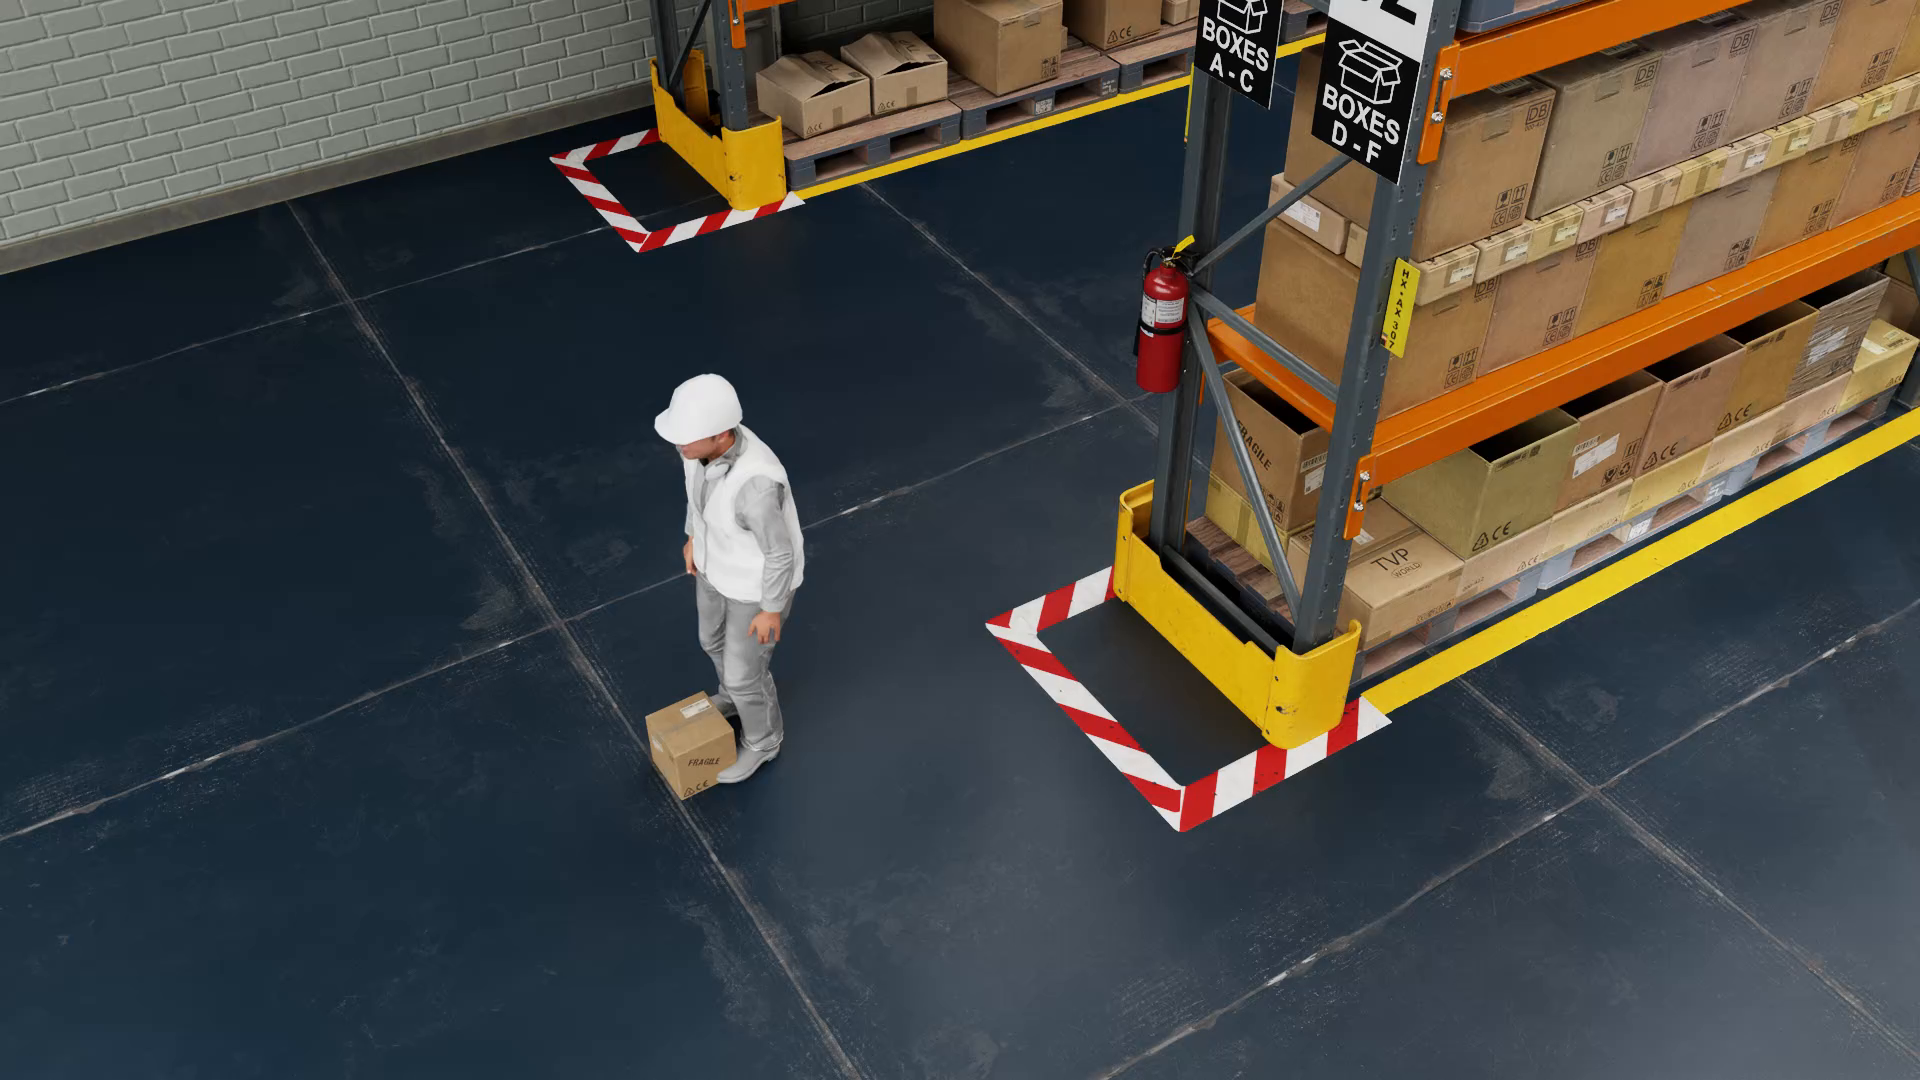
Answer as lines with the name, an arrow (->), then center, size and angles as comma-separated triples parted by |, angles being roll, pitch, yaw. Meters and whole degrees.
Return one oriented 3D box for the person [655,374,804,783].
person -> -0.809, 0.121, 5.996 | 0.474, 1.771, 0.593 | -25, 47, -27
